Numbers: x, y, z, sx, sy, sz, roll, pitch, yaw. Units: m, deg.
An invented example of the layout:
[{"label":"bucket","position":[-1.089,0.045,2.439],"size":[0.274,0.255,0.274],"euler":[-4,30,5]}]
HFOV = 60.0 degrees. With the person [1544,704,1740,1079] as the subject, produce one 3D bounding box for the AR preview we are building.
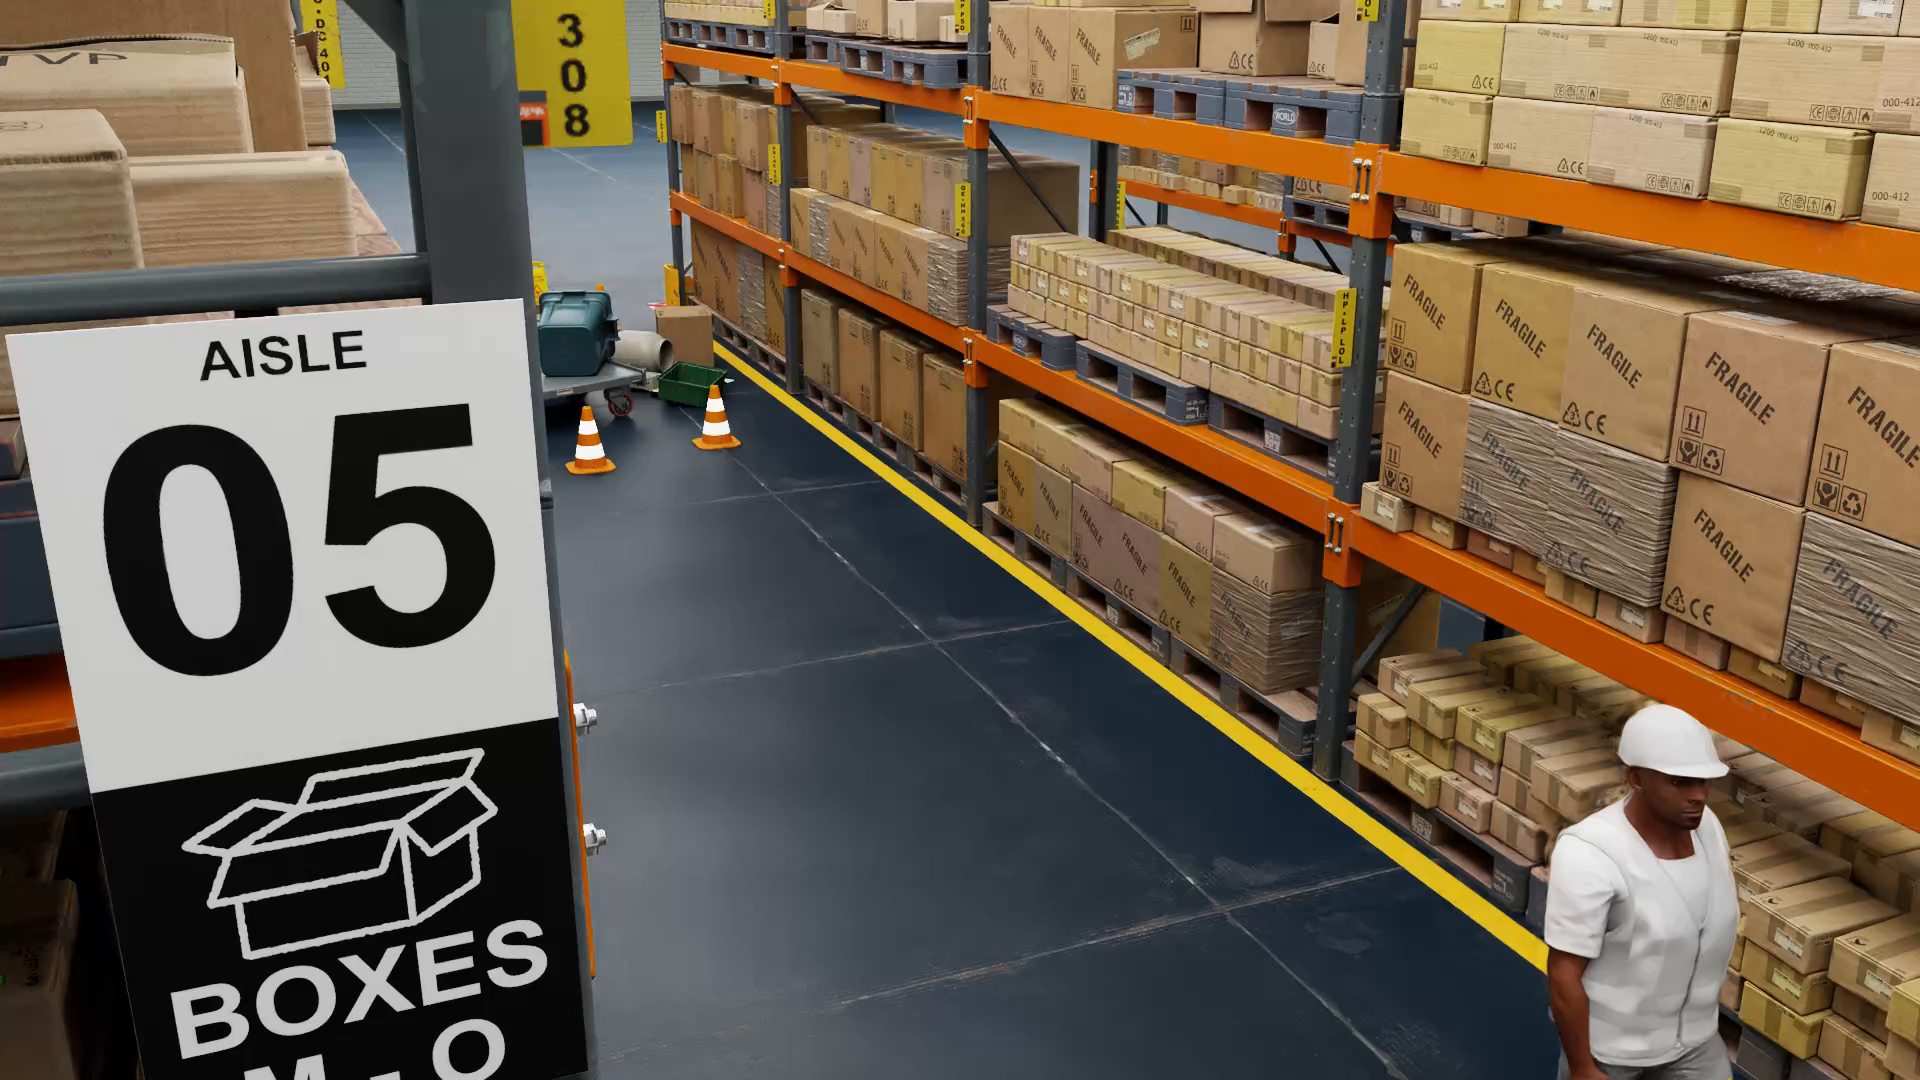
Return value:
[{"label":"person","position":[1.737,1.287,4.248],"size":[0.624,1.821,0.557],"euler":[-7,20,-20]}]
